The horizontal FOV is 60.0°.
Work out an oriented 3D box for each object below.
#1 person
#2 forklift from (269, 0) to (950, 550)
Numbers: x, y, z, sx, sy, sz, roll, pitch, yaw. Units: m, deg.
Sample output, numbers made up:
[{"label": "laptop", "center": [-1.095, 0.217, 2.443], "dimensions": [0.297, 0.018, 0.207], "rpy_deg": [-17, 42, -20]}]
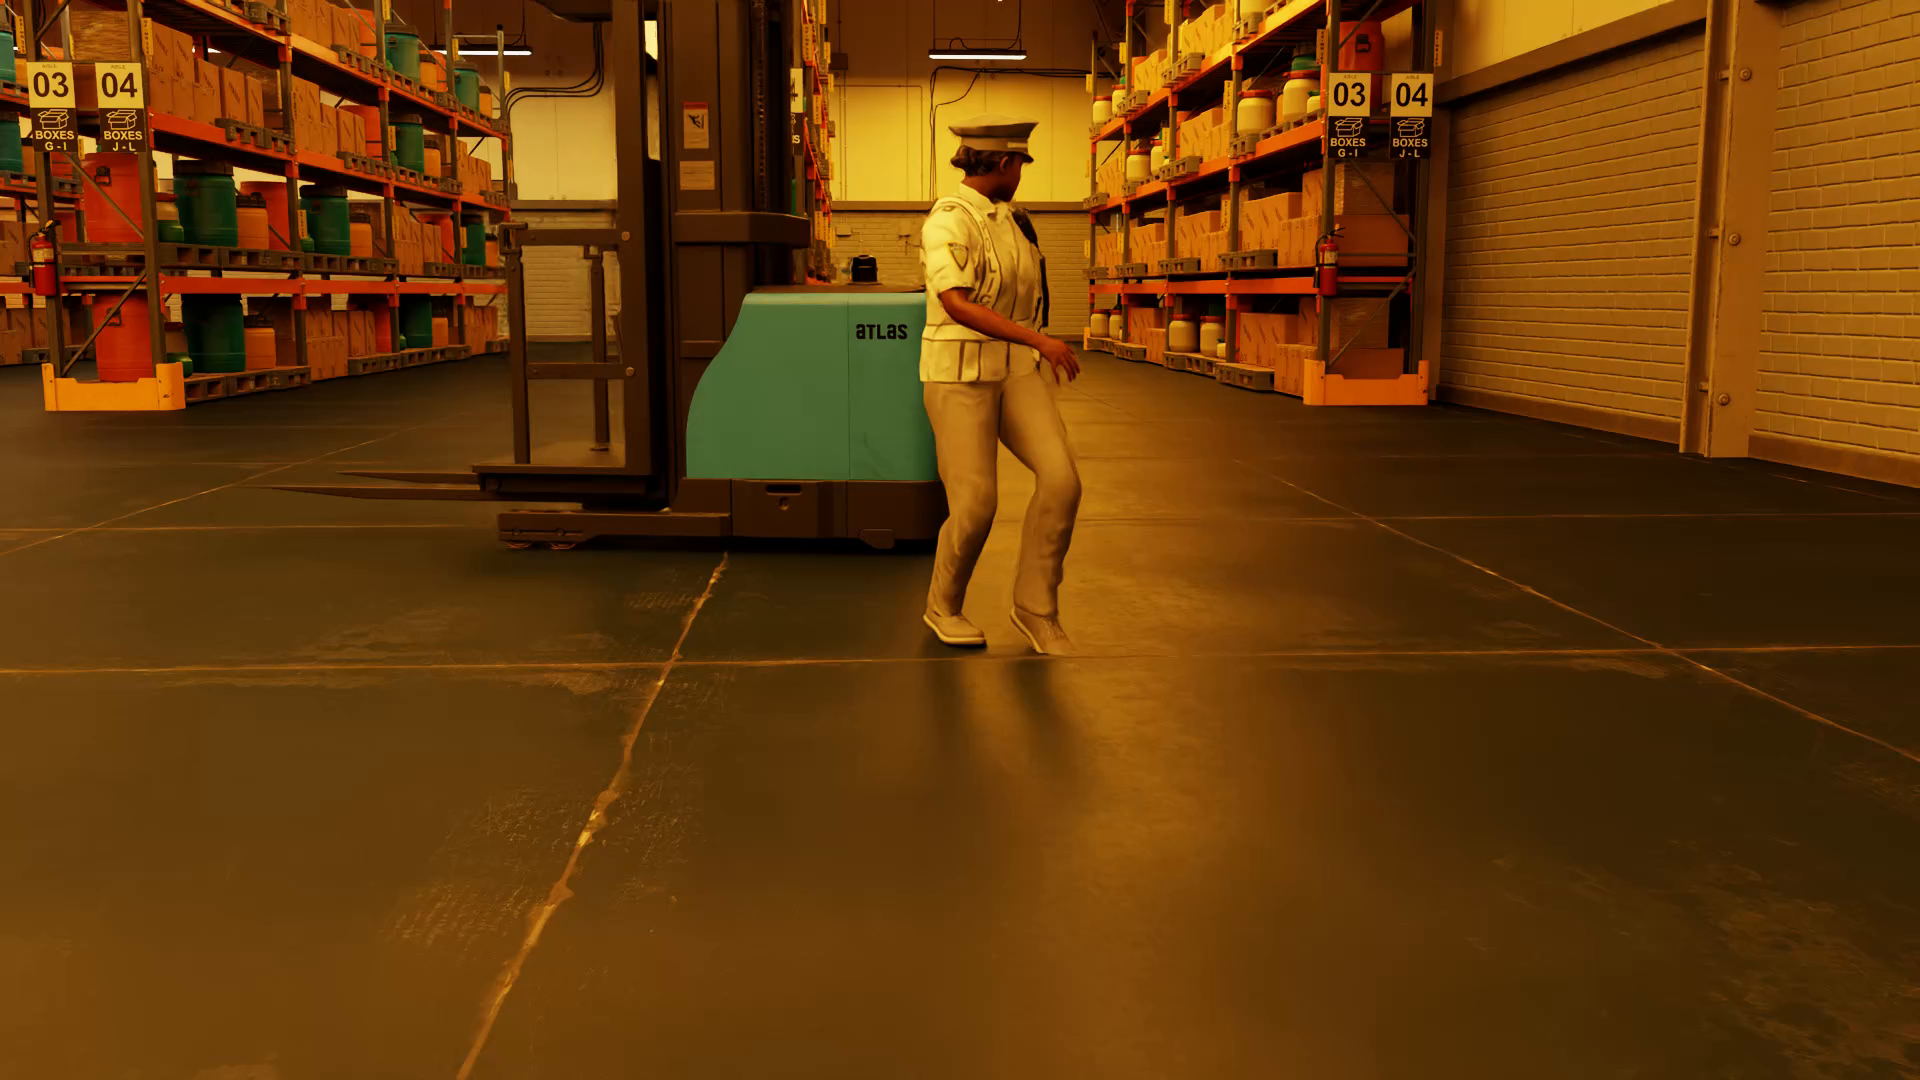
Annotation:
[{"label": "person", "center": [0.075, -0.442, 5.066], "dimensions": [0.542, 1.663, 0.744], "rpy_deg": [-7, 11, -39]}, {"label": "forklift", "center": [-1.521, -1.483, 7.319], "dimensions": [3.031, 2.935, 1.130], "rpy_deg": [1, 9, 7]}]
